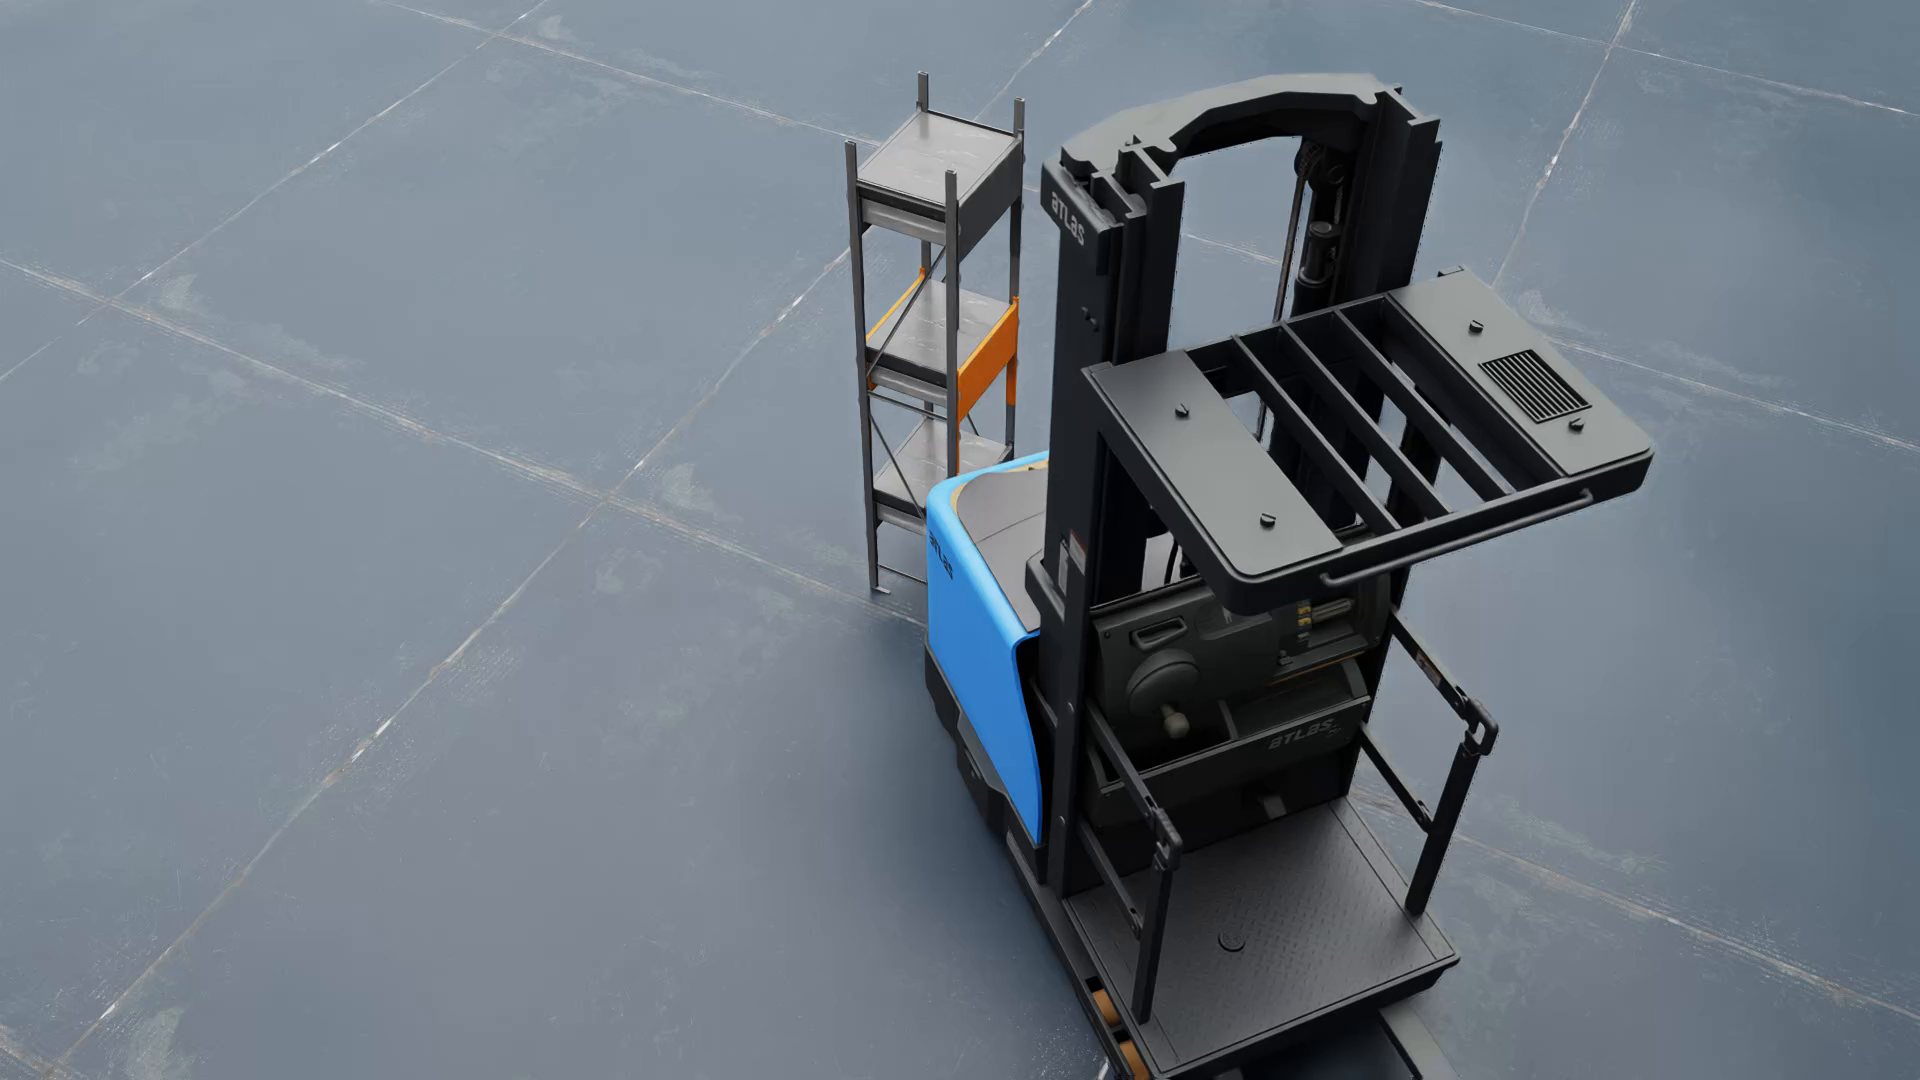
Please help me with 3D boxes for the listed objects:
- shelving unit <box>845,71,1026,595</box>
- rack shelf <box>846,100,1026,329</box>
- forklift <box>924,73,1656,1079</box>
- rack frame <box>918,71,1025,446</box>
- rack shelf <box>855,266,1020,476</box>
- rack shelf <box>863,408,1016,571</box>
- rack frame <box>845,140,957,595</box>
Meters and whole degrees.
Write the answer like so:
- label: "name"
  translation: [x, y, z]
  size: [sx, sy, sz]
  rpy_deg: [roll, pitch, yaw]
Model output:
- label: "shelving unit"
  translation: [-0.077, -0.634, 6.180]
  size: [0.431, 2.100, 0.503]
  rpy_deg: [20, 49, 19]
- label: "rack shelf"
  translation: [-0.077, -1.116, 5.692]
  size: [0.431, 0.518, 0.480]
  rpy_deg: [20, 49, 19]
- label: "forklift"
  translation: [0.903, 0.369, 4.605]
  size: [1.130, 2.935, 3.031]
  rpy_deg: [-17, 48, -16]
- label: "rack frame"
  translation: [0.036, -0.788, 6.332]
  size: [0.400, 2.100, 0.015]
  rpy_deg: [20, 49, 19]
- label: "rack shelf"
  translation: [-0.077, -0.624, 6.190]
  size: [0.431, 0.518, 0.480]
  rpy_deg: [20, 49, 19]
- label: "rack shelf"
  translation: [-0.077, -0.132, 6.688]
  size: [0.431, 0.518, 0.480]
  rpy_deg: [20, 49, 19]
- label: "rack frame"
  translation: [-0.190, -0.480, 6.028]
  size: [0.400, 2.100, 0.015]
  rpy_deg: [20, 49, 19]
